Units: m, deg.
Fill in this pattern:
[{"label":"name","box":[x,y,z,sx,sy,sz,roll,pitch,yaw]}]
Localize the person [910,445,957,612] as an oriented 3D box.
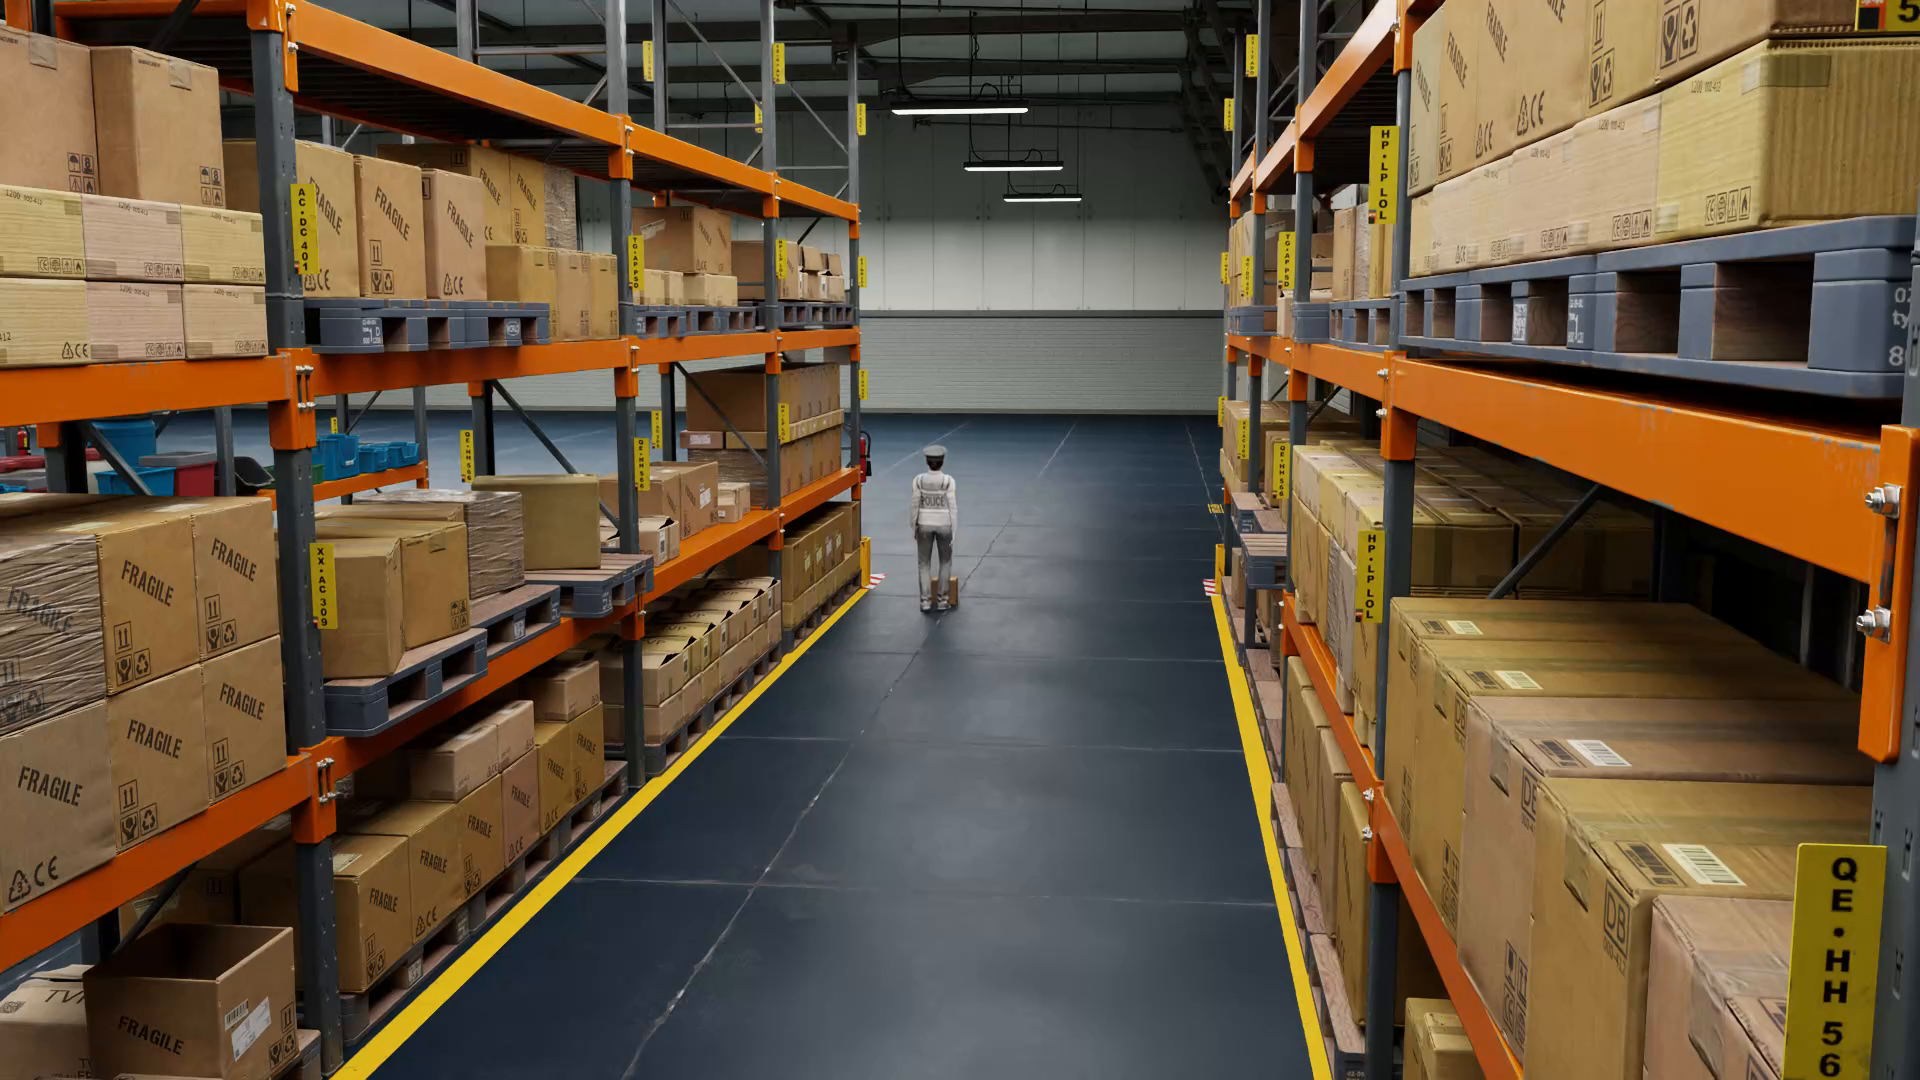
[{"label":"person","box":[-0.258,-0.090,16.668,0.487,1.726,0.383,1,8,8]}]
